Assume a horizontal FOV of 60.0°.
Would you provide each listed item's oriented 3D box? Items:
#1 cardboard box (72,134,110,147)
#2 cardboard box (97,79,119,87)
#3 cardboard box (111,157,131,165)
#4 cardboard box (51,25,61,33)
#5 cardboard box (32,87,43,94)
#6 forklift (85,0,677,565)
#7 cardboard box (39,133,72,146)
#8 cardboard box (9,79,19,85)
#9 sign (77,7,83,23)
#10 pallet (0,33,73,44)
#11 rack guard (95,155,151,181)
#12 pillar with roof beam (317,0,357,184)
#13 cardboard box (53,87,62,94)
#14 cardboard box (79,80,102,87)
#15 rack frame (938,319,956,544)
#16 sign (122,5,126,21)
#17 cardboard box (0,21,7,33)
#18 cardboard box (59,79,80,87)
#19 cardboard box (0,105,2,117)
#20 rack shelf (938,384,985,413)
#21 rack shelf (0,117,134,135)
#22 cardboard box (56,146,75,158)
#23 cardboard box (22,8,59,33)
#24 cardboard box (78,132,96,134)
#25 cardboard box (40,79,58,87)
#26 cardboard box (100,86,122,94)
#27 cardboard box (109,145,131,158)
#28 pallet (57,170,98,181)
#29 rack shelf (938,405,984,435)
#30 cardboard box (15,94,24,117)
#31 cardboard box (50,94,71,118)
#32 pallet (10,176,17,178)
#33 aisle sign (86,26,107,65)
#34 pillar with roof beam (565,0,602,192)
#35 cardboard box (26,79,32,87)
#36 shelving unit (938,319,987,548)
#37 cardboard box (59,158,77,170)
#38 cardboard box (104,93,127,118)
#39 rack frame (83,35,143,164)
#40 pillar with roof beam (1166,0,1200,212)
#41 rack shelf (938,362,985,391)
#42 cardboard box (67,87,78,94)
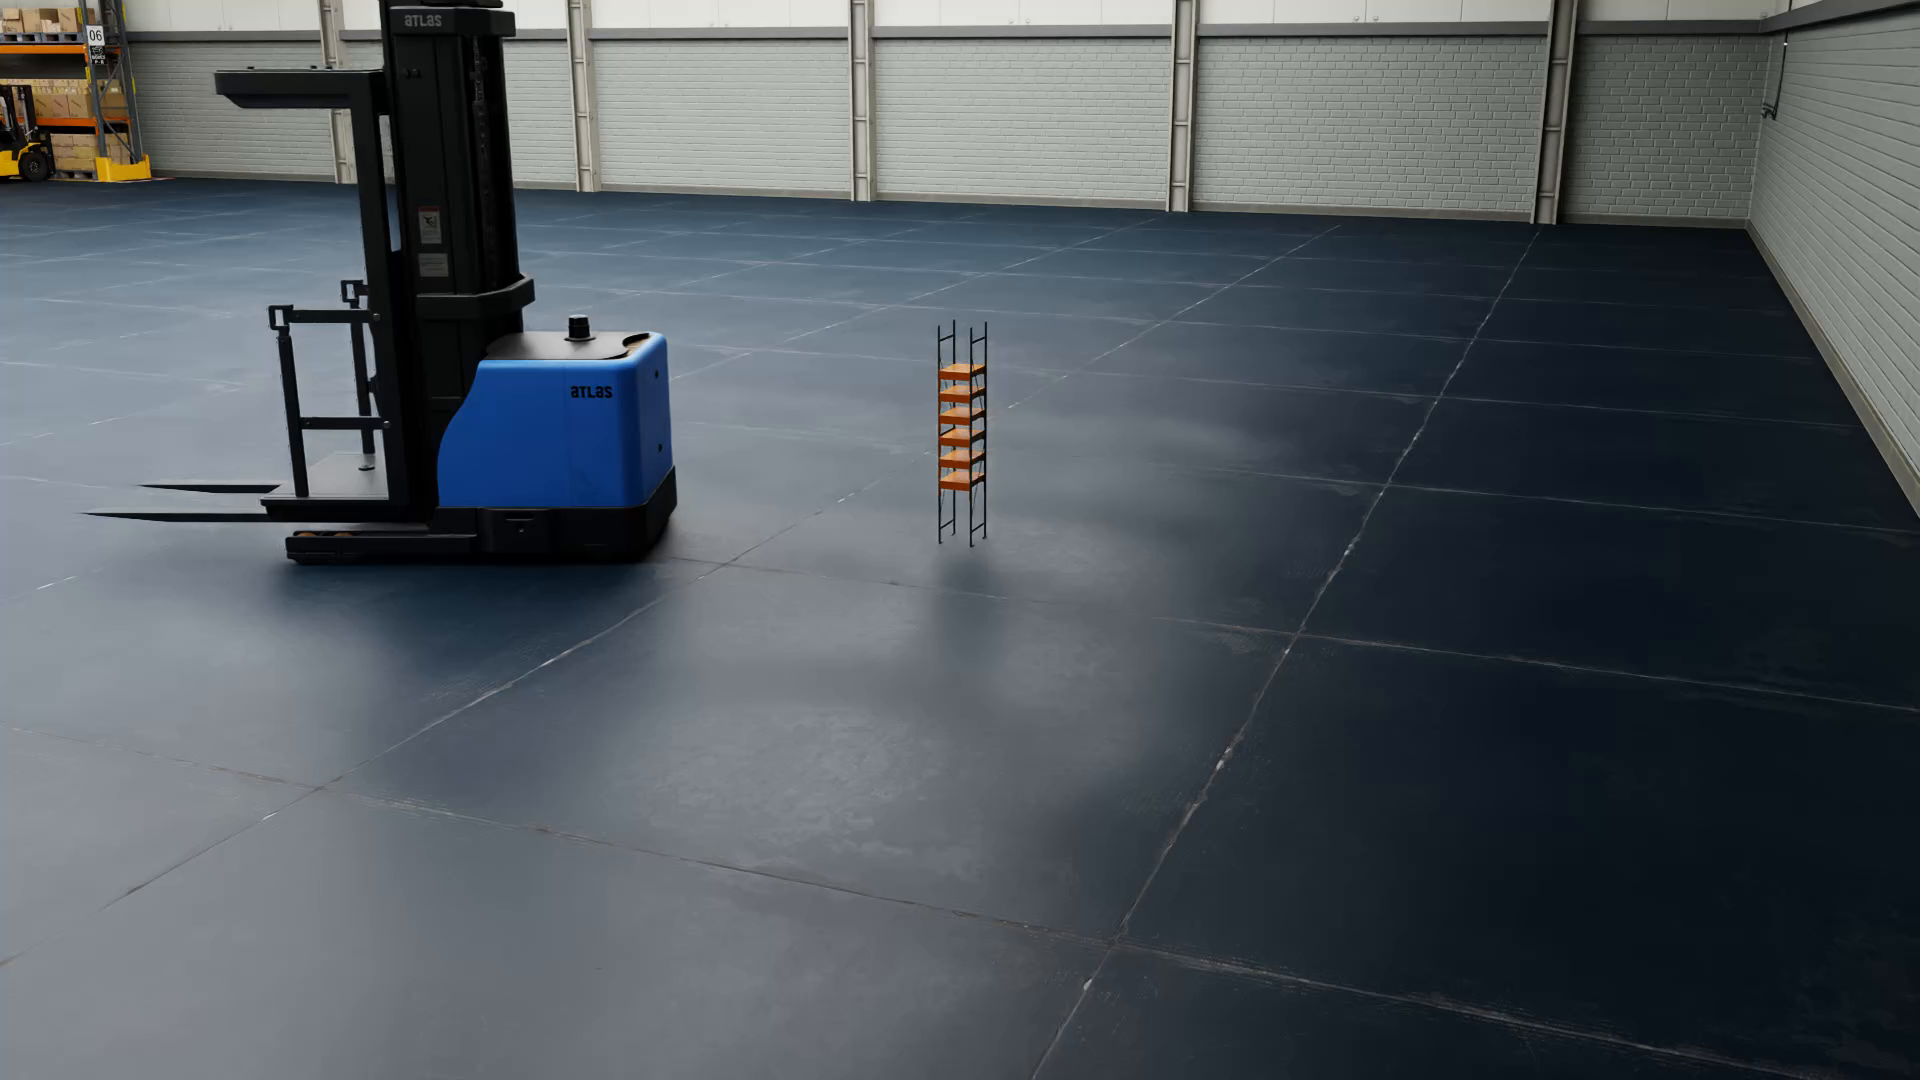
[{"bbox_3d":[-18.755,-8.627,35.895,0.500,0.250,0.500,7,18,22],"label":"cardboard box"},{"bbox_3d":[-18.446,-9.891,35.989,0.250,0.149,0.380,6,17,20],"label":"cardboard box"},{"bbox_3d":[-18.597,-8.281,36.498,0.500,0.250,0.500,6,17,21],"label":"cardboard box"},{"bbox_3d":[-19.094,-10.875,35.391,0.250,0.149,0.380,6,17,19],"label":"cardboard box"},{"bbox_3d":[-19.840,-9.746,36.023,0.250,0.149,0.380,6,17,21],"label":"cardboard box"},{"bbox_3d":[-3.155,-1.426,8.827,3.031,2.935,1.130,0,16,1],"label":"forklift"},{"bbox_3d":[-19.705,-8.727,36.238,0.500,0.250,0.500,7,17,21],"label":"cardboard box"},{"bbox_3d":[-20.518,-9.990,36.329,0.250,0.149,0.380,6,17,20],"label":"cardboard box"},{"bbox_3d":[-18.424,-10.988,34.815,0.005,0.325,0.100,6,17,21],"label":"sign"},{"bbox_3d":[-19.999,-10.901,36.120,1.213,0.211,1.003,6,17,21],"label":"pallet"},{"bbox_3d":[-18.190,-8.096,36.166,0.348,0.500,1.175,6,17,21],"label":"rack guard"},{"bbox_3d":[-14.527,-10.755,30.079,0.400,9.000,9.100,6,17,21],"label":"pillar with roof beam"},{"bbox_3d":[-19.331,-9.711,35.900,0.250,0.149,0.380,6,17,20],"label":"cardboard box"},{"bbox_3d":[-18.623,-9.784,35.618,0.250,0.149,0.380,6,17,21],"label":"cardboard box"},{"bbox_3d":[-0.072,-0.584,9.034,0.006,1.200,0.240,6,17,21],"label":"rack frame"},{"bbox_3d":[-18.003,-11.341,35.768,0.005,0.325,0.100,6,17,21],"label":"sign"},{"bbox_3d":[-20.664,-11.103,35.969,0.258,0.266,0.396,6,17,19],"label":"cardboard box"},{"bbox_3d":[-19.117,-9.821,35.745,0.250,0.149,0.380,7,17,22],"label":"cardboard box"},{"bbox_3d":[-21.125,-9.594,36.663,0.500,0.500,0.500,7,17,22],"label":"cardboard box"},{"bbox_3d":[0.013,-0.763,8.947,0.180,0.103,0.258,6,17,21],"label":"rack shelf"},{"bbox_3d":[-20.073,-9.158,36.631,4.000,0.370,1.077,6,17,21],"label":"rack shelf"},{"bbox_3d":[-19.242,-8.443,36.159,0.500,0.250,0.500,6,17,20],"label":"cardboard box"},{"bbox_3d":[-19.629,-11.150,35.709,0.500,0.500,0.700,6,17,21],"label":"cardboard box"},{"bbox_3d":[-19.056,-8.809,36.522,0.500,0.250,0.500,6,17,21],"label":"cardboard box"},{"bbox_3d":[-19.604,-9.863,35.892,0.250,0.149,0.380,7,18,22],"label":"cardboard box"},{"bbox_3d":[-18.432,-9.761,36.072,0.250,0.149,0.380,6,17,19],"label":"cardboard box"},{"bbox_3d":[-18.573,-8.522,36.432,0.500,0.250,0.500,7,17,22],"label":"cardboard box"},{"bbox_3d":[-18.939,-8.028,36.446,1.213,0.211,1.003,6,17,21],"label":"pallet"},{"bbox_3d":[0.013,-0.647,8.980,0.180,0.103,0.258,6,17,21],"label":"rack shelf"},{"bbox_3d":[-20.194,-9.486,36.289,0.500,0.500,0.500,6,17,21],"label":"cardboard box"},{"bbox_3d":[-19.245,-9.385,35.942,0.500,0.500,0.500,7,18,22],"label":"cardboard box"},{"bbox_3d":[-21.209,-8.277,37.306,1.213,0.211,1.003,6,17,21],"label":"pallet"},{"bbox_3d":[-18.259,-10.465,35.178,0.004,0.787,0.394,6,17,21],"label":"aisle sign"},{"bbox_3d":[-8.946,-10.141,27.965,0.400,9.000,9.100,6,17,21],"label":"pillar with roof beam"},{"bbox_3d":[-20.052,-9.939,36.153,0.250,0.149,0.380,7,17,21],"label":"cardboard box"},{"bbox_3d":[0.013,-0.575,9.001,0.189,1.200,0.258,6,17,21],"label":"shelving unit"},{"bbox_3d":[-19.224,-8.200,36.217,0.500,0.250,0.500,6,17,21],"label":"cardboard box"},{"bbox_3d":[-18.571,-9.470,36.234,0.500,0.500,0.500,7,18,22],"label":"cardboard box"},{"bbox_3d":[-18.212,-9.299,35.826,0.127,3.000,1.000,6,17,21],"label":"rack frame"},{"bbox_3d":[2.217,-8.914,23.737,0.400,9.000,9.100,6,17,21],"label":"pillar with roof beam"},{"bbox_3d":[0.013,-0.878,8.913,0.180,0.103,0.258,6,17,21],"label":"rack shelf"},{"bbox_3d":[-18.886,-9.640,35.657,0.250,0.149,0.380,7,17,22],"label":"cardboard box"}]
